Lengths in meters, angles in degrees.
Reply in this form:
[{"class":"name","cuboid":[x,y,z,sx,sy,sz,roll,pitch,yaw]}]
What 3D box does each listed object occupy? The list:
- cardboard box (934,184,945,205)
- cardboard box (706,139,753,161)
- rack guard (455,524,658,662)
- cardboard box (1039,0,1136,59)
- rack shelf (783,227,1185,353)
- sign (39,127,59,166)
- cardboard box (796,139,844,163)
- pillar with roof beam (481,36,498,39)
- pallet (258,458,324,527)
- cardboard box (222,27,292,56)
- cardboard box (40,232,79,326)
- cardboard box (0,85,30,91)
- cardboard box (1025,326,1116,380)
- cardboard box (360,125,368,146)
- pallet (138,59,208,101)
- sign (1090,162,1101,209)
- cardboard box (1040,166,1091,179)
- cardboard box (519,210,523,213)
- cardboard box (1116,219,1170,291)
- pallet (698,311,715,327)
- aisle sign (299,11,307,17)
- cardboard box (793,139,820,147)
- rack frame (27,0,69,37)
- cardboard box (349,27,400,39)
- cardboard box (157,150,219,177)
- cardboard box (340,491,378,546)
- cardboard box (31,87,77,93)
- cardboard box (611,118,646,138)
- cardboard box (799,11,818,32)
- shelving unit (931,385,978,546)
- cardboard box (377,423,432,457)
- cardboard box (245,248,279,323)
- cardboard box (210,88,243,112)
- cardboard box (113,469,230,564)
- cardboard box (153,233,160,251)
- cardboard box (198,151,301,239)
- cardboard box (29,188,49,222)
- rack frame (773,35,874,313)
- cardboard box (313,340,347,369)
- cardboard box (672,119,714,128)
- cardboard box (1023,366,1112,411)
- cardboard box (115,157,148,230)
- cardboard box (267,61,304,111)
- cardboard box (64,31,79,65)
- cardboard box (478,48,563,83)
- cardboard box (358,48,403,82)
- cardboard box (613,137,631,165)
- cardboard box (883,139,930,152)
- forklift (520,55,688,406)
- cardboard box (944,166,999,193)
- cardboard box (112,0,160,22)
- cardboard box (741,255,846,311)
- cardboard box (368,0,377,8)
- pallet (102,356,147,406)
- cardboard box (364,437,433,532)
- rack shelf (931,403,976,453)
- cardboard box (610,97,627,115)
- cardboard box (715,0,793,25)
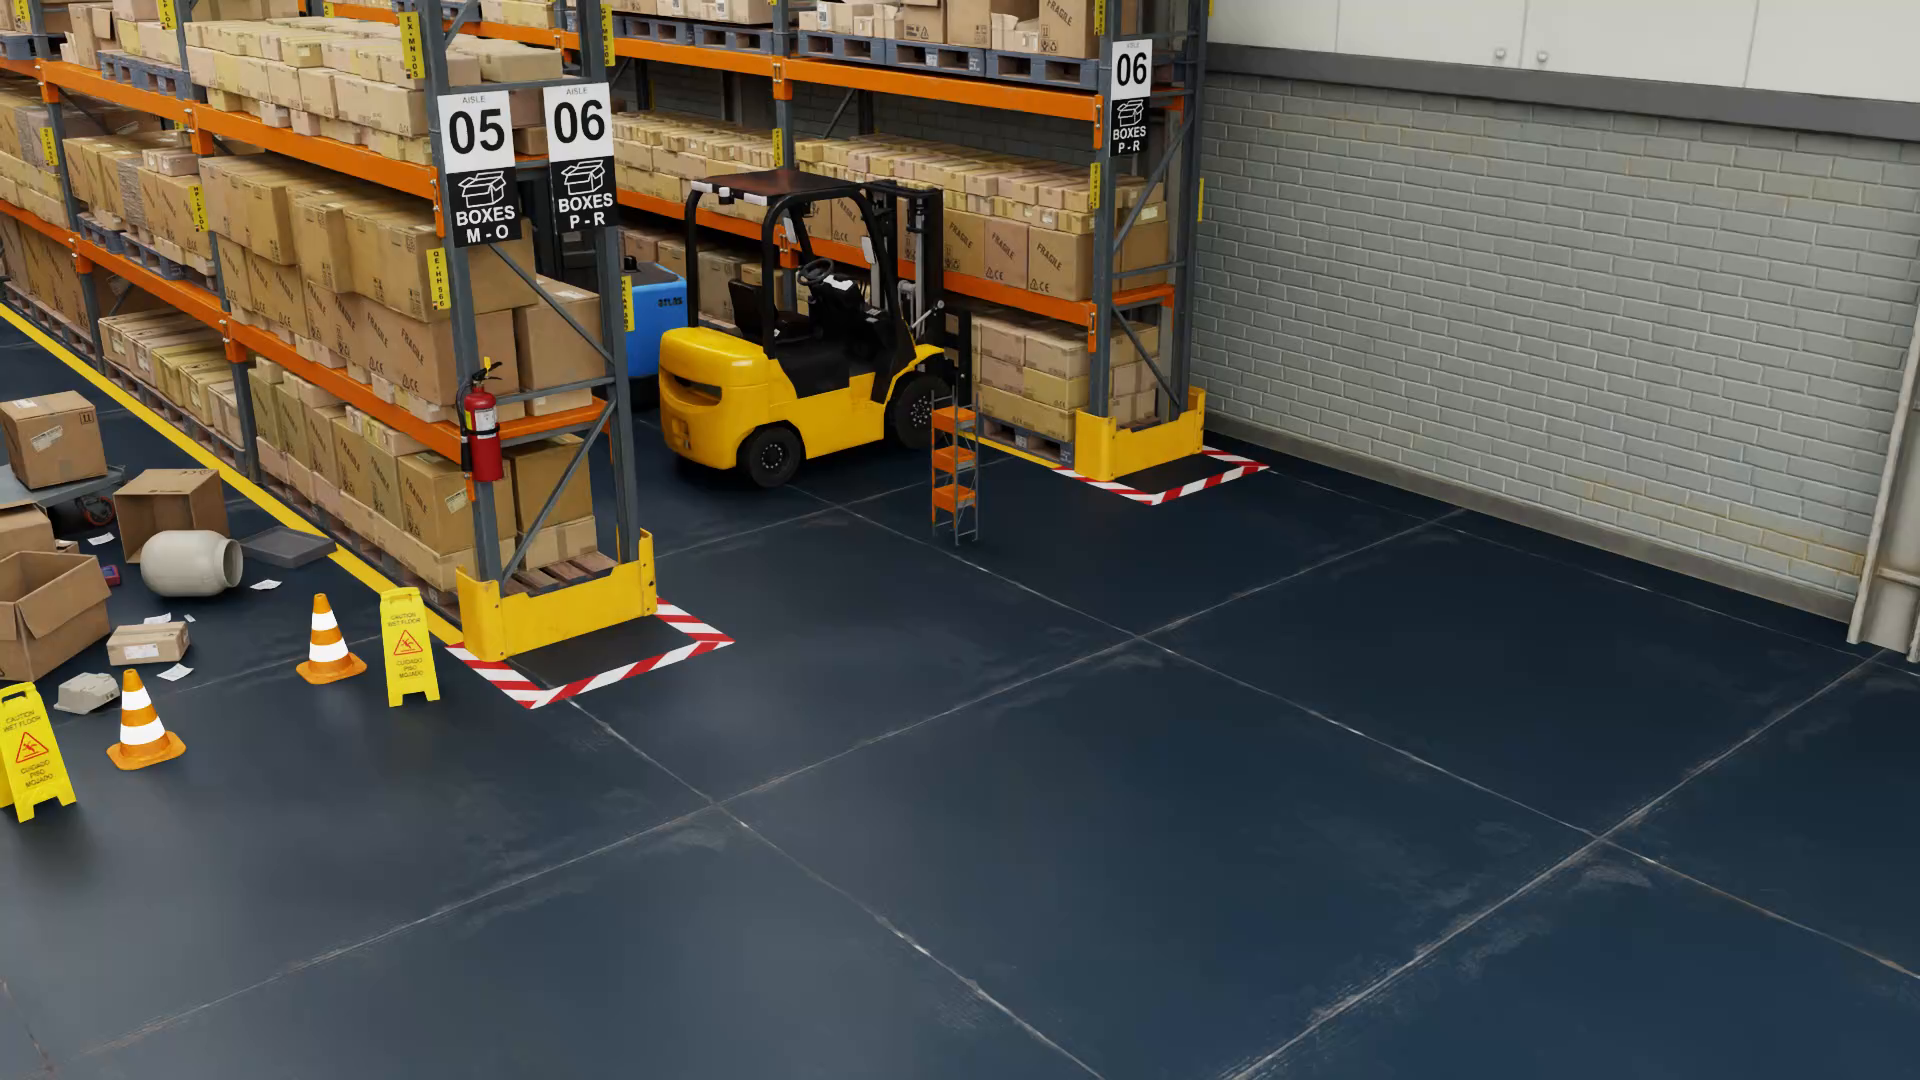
[{"class":"cardboard box","cuboid":[0.006,-2.840,13.596,0.380,0.149,0.250,-18,27,-38]},{"class":"cardboard box","cuboid":[-2.182,-3.707,15.809,0.380,0.149,0.250,-19,28,-39]},{"class":"rack guard","cuboid":[-2.413,0.302,10.027,1.175,0.500,0.348,-17,27,-37]},{"class":"cardboard box","cuboid":[0.921,-3.773,12.041,0.500,0.500,0.500,-16,27,-36]},{"class":"rack shelf","cuboid":[0.089,-2.241,14.079,1.077,0.370,4.000,-17,27,-37]},{"class":"sign","cuboid":[-8.004,-3.457,14.610,0.100,0.325,0.005,-17,27,-37]},{"class":"cardboard box","cuboid":[-1.233,-3.457,14.763,0.380,0.149,0.250,-17,27,-36]},{"class":"pillar with roof beam","cuboid":[-9.471,-7.514,18.331,9.100,9.000,0.400,-17,27,-37]},{"class":"pallet","cuboid":[-4.509,-0.470,12.396,1.003,0.211,1.213,-17,27,-37]},{"class":"cardboard box","cuboid":[-4.507,-3.213,10.713,0.380,0.149,0.250,-18,27,-38]},{"class":"cardboard box","cuboid":[-8.552,-2.715,16.641,0.875,0.875,0.875,-17,27,-37]},{"class":"cardboard box","cuboid":[-9.774,-4.344,16.955,0.500,0.500,0.500,-18,27,-38]},{"class":"cardboard box","cuboid":[0.858,-1.457,12.915,0.500,0.250,0.500,-16,27,-36]},{"class":"cardboard box","cuboid":[-3.258,-2.381,9.681,0.380,0.149,0.250,-17,27,-37]},{"class":"pallet","cuboid":[-5.296,-3.451,12.327,1.213,0.211,1.003,-17,27,-37]},{"class":"sign","cuboid":[0.975,-2.548,11.963,0.100,0.325,0.005,-17,27,-37]},{"class":"cardboard box","cuboid":[0.859,-2.876,13.280,0.380,0.149,0.250,-17,27,-37]},{"class":"cardboard box","cuboid":[-4.929,-3.616,19.454,0.500,0.500,0.500,-16,27,-35]},{"class":"cardboard box","cuboid":[1.282,-2.273,13.037,0.500,0.500,0.500,-16,27,-36]},{"class":"pallet","cuboid":[-2.527,-2.362,17.225,1.003,0.211,1.213,-17,27,-37]},{"class":"aisle sign","cuboid":[-9.316,-7.603,23.219,0.394,0.787,0.004,-17,27,-37]},{"class":"cardboard box","cuboid":[-1.418,-3.712,15.822,0.380,0.149,0.250,-19,28,-39]},{"class":"rack frame","cuboid":[-7.585,-5.845,14.067,1.000,3.000,0.127,-17,27,-37]},{"class":"cardboard box","cuboid":[-3.704,-3.219,10.728,0.380,0.149,0.250,-17,27,-37]},{"class":"cardboard box","cuboid":[-5.906,-2.890,12.739,0.380,0.149,0.250,-18,28,-39]},{"class":"cardboard box","cuboid":[-3.773,-0.204,11.085,0.500,0.250,0.500,-19,28,-39]},{"class":"cardboard box","cuboid":[-9.055,-4.319,16.890,0.500,0.500,0.500,-16,27,-36]},{"class":"cardboard box","cuboid":[-3.480,-4.286,17.287,0.380,0.149,0.250,-17,27,-36]},{"class":"cardboard box","cuboid":[-1.153,-4.454,14.262,0.380,0.149,0.250,-17,27,-36]},{"class":"shelving unit","cuboid":[-0.035,-0.504,11.330,0.215,1.050,0.252,-17,27,-37]},{"class":"cardboard box","cuboid":[-3.374,-0.652,10.312,0.380,0.149,0.250,-16,27,-36]},{"class":"cardboard box","cuboid":[-4.553,-1.810,11.447,0.500,0.500,0.500,-18,27,-38]},{"class":"cardboard box","cuboid":[-4.830,-2.995,11.249,0.380,0.149,0.250,-17,27,-37]},{"class":"cardboard box","cuboid":[-5.306,-0.163,11.212,0.500,0.500,0.500,0,21,-1]},{"class":"cardboard box","cuboid":[-6.174,-2.386,13.232,0.380,0.149,0.250,-17,27,-37]},{"class":"cardboard box","cuboid":[-4.851,-2.423,11.642,0.700,0.500,0.500,-18,28,-38]},{"class":"cardboard box","cuboid":[-8.457,-3.197,15.738,0.500,0.250,0.500,-17,27,-37]},{"class":"rack frame","cuboid":[-1.216,-3.129,15.359,1.000,3.000,0.127,-17,27,-37]},{"class":"cardboard box","cuboid":[-3.998,-1.247,10.899,0.380,0.149,0.250,-18,27,-38]},{"class":"cardboard box","cuboid":[-2.759,-4.267,17.239,0.380,0.149,0.250,-18,27,-38]},{"class":"cardboard box","cuboid":[0.840,-1.232,13.024,0.500,0.250,0.500,-18,28,-38]},{"class":"cardboard box","cuboid":[-6.449,-2.825,13.463,0.500,0.500,0.500,-19,28,-39]},{"class":"cardboard box","cuboid":[-3.902,-2.804,10.215,0.500,0.250,0.500,-17,27,-37]},{"class":"cardboard box","cuboid":[-7.342,-4.187,14.133,0.396,0.266,0.258,-17,27,-37]},{"class":"cardboard box","cuboid":[-2.441,-2.639,9.246,0.380,0.149,0.250,-18,27,-38]},{"class":"cardboard box","cuboid":[-3.127,-2.662,9.304,0.380,0.149,0.250,-18,28,-38]},{"class":"cardboard box","cuboid":[-3.397,-4.077,17.301,0.500,0.250,0.500,-16,27,-36]},{"class":"cardboard box","cuboid":[-0.464,-3.450,14.746,0.380,0.149,0.250,-18,28,-38]},{"class":"forklift","cuboid":[-3.831,-2.471,13.773,3.031,2.935,1.130,-11,24,-27]},{"class":"cardboard box","cuboid":[0.092,-2.888,13.311,0.380,0.149,0.250,-17,27,-36]},{"class":"cardboard box","cuboid":[-6.132,-4.108,12.690,0.500,0.250,0.500,-17,27,-37]},{"class":"cardboard box","cuboid":[-1.565,-2.360,16.077,0.875,0.625,0.625,-16,26,-35]},{"class":"cardboard box","cuboid":[-7.223,-6.792,20.944,0.380,0.149,0.250,-16,27,-36]},{"class":"pallet","cuboid":[-7.076,-1.536,15.117,1.003,0.211,1.213,-17,27,-37]},{"class":"cardboard box","cuboid":[-3.427,-0.408,10.579,0.500,0.500,0.500,-16,27,-36]},{"class":"rack shelf","cuboid":[-0.035,-0.758,11.231,0.215,0.259,0.240,-17,27,-37]},{"class":"cardboard box","cuboid":[-4.045,-4.655,18.544,0.500,0.500,0.500,-16,26,-35]},{"class":"cardboard box","cuboid":[-1.873,-4.868,15.096,0.500,0.311,0.500,-19,28,-39]}]
